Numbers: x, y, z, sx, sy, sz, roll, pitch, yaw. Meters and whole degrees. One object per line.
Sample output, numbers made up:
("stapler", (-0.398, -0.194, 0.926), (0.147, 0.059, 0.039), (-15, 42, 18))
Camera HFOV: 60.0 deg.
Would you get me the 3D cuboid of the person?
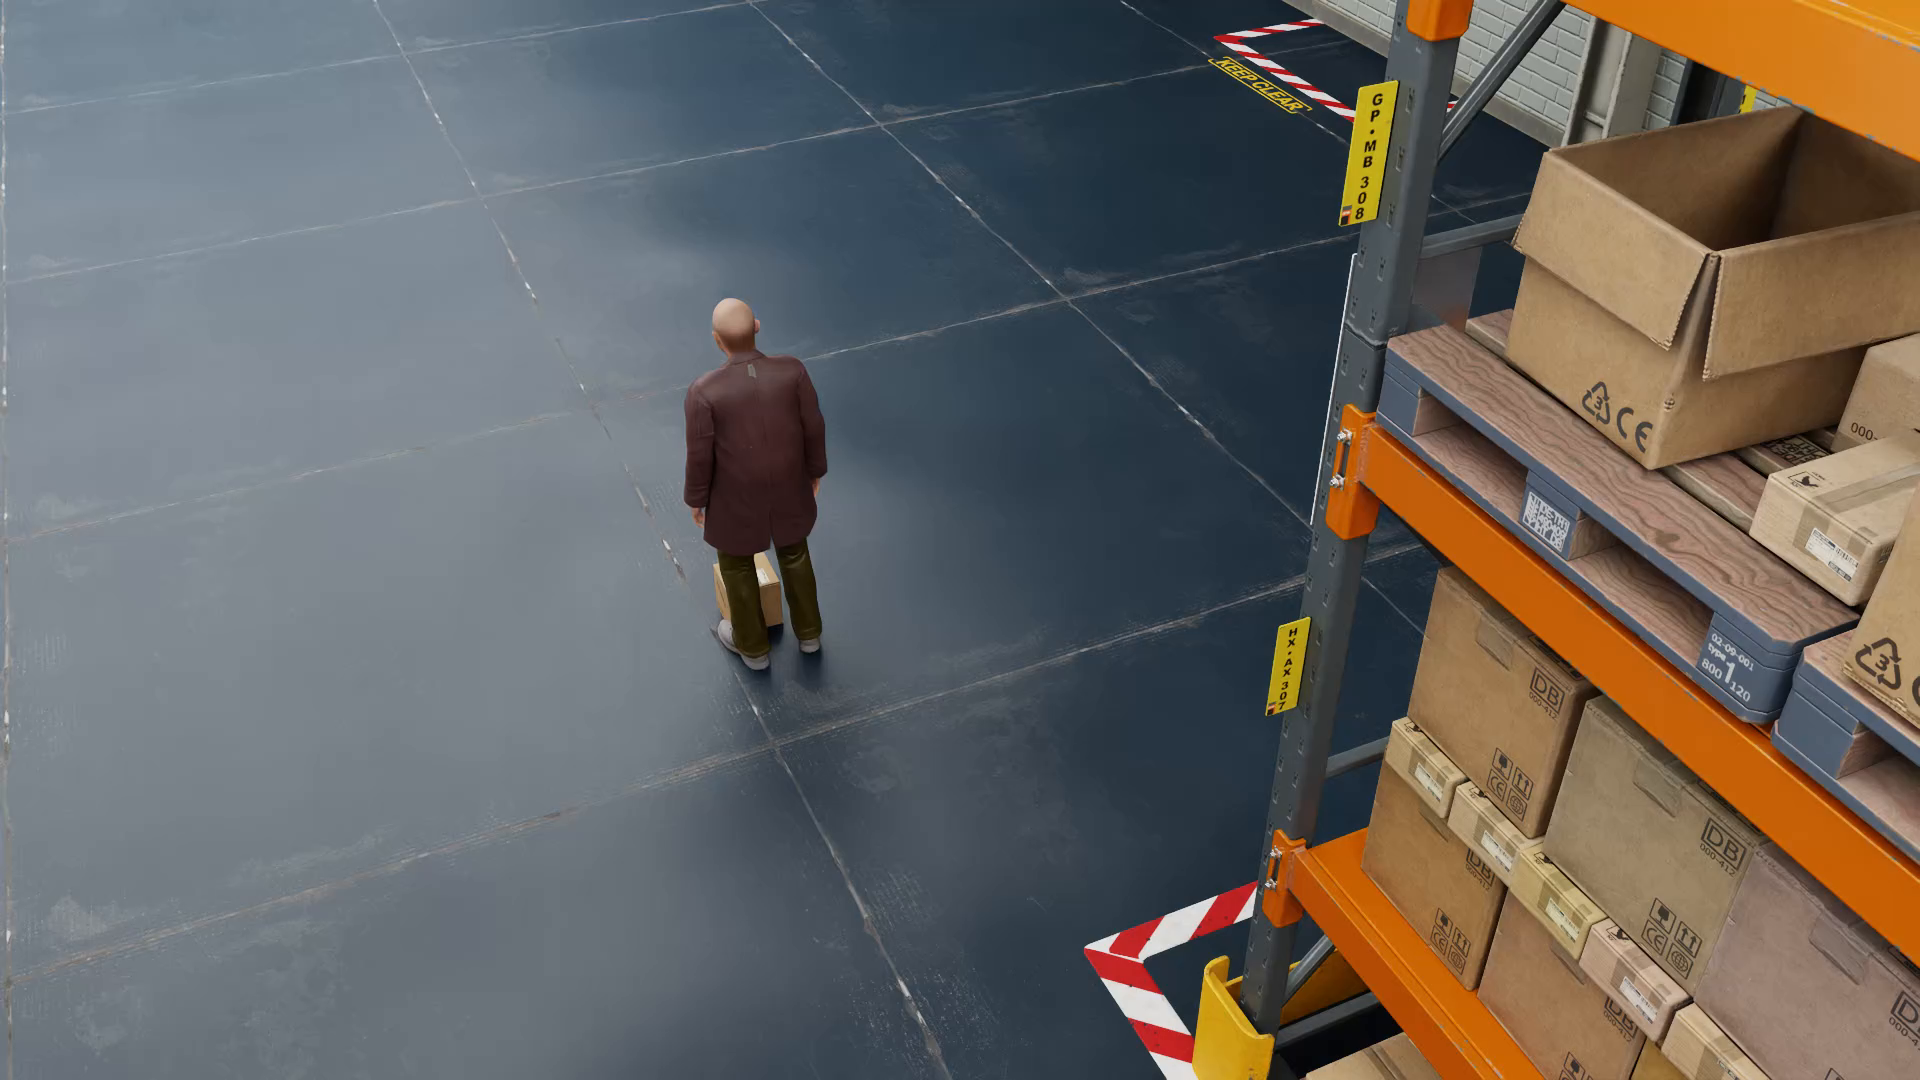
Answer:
("person", (-0.876, -0.227, 7.174), (0.643, 1.773, 0.428), (-16, 39, -20))
